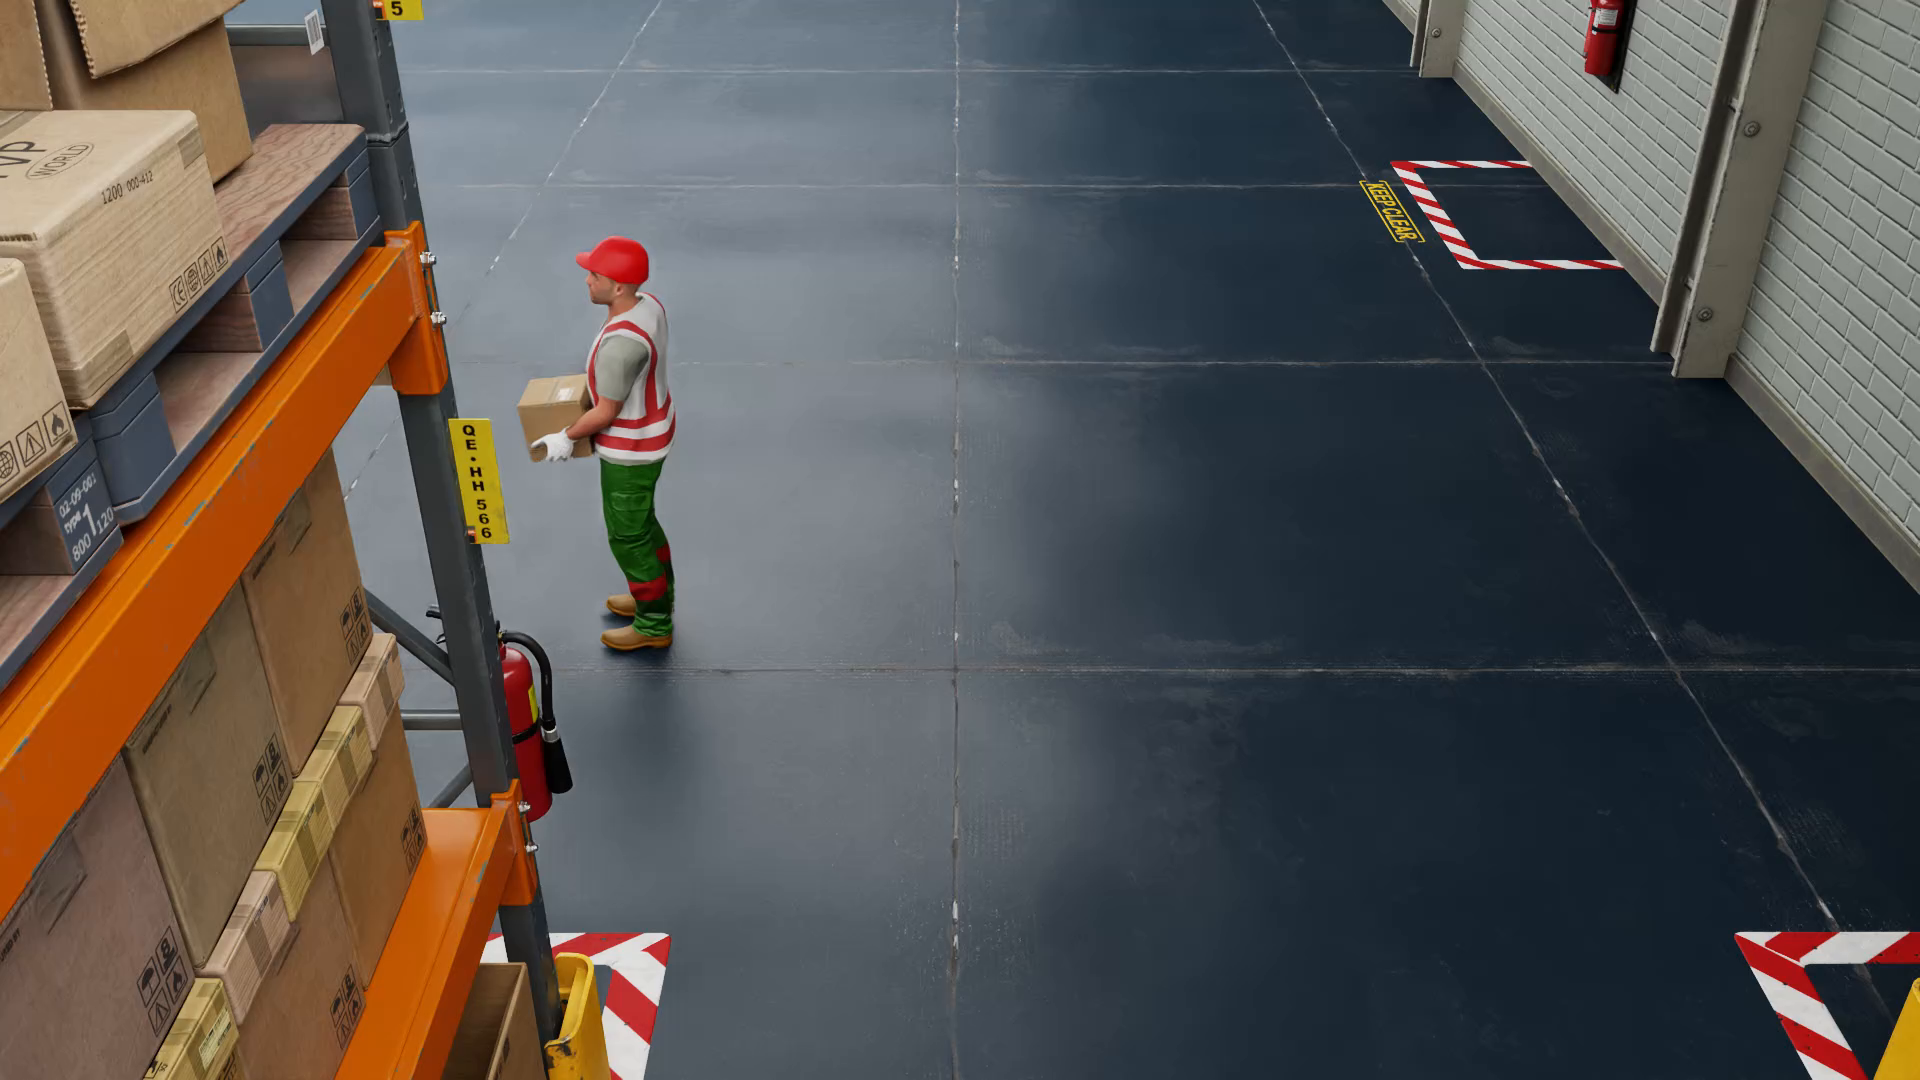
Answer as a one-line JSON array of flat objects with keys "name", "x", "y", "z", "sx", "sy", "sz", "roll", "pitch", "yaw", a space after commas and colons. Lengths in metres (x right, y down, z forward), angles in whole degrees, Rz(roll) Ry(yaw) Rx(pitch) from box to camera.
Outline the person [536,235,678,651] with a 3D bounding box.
[{"name": "person", "x": -1.412, "y": -0.379, "z": 6.731, "sx": 0.529, "sy": 1.794, "sz": 0.524, "roll": 0, "pitch": 31, "yaw": -1}]
